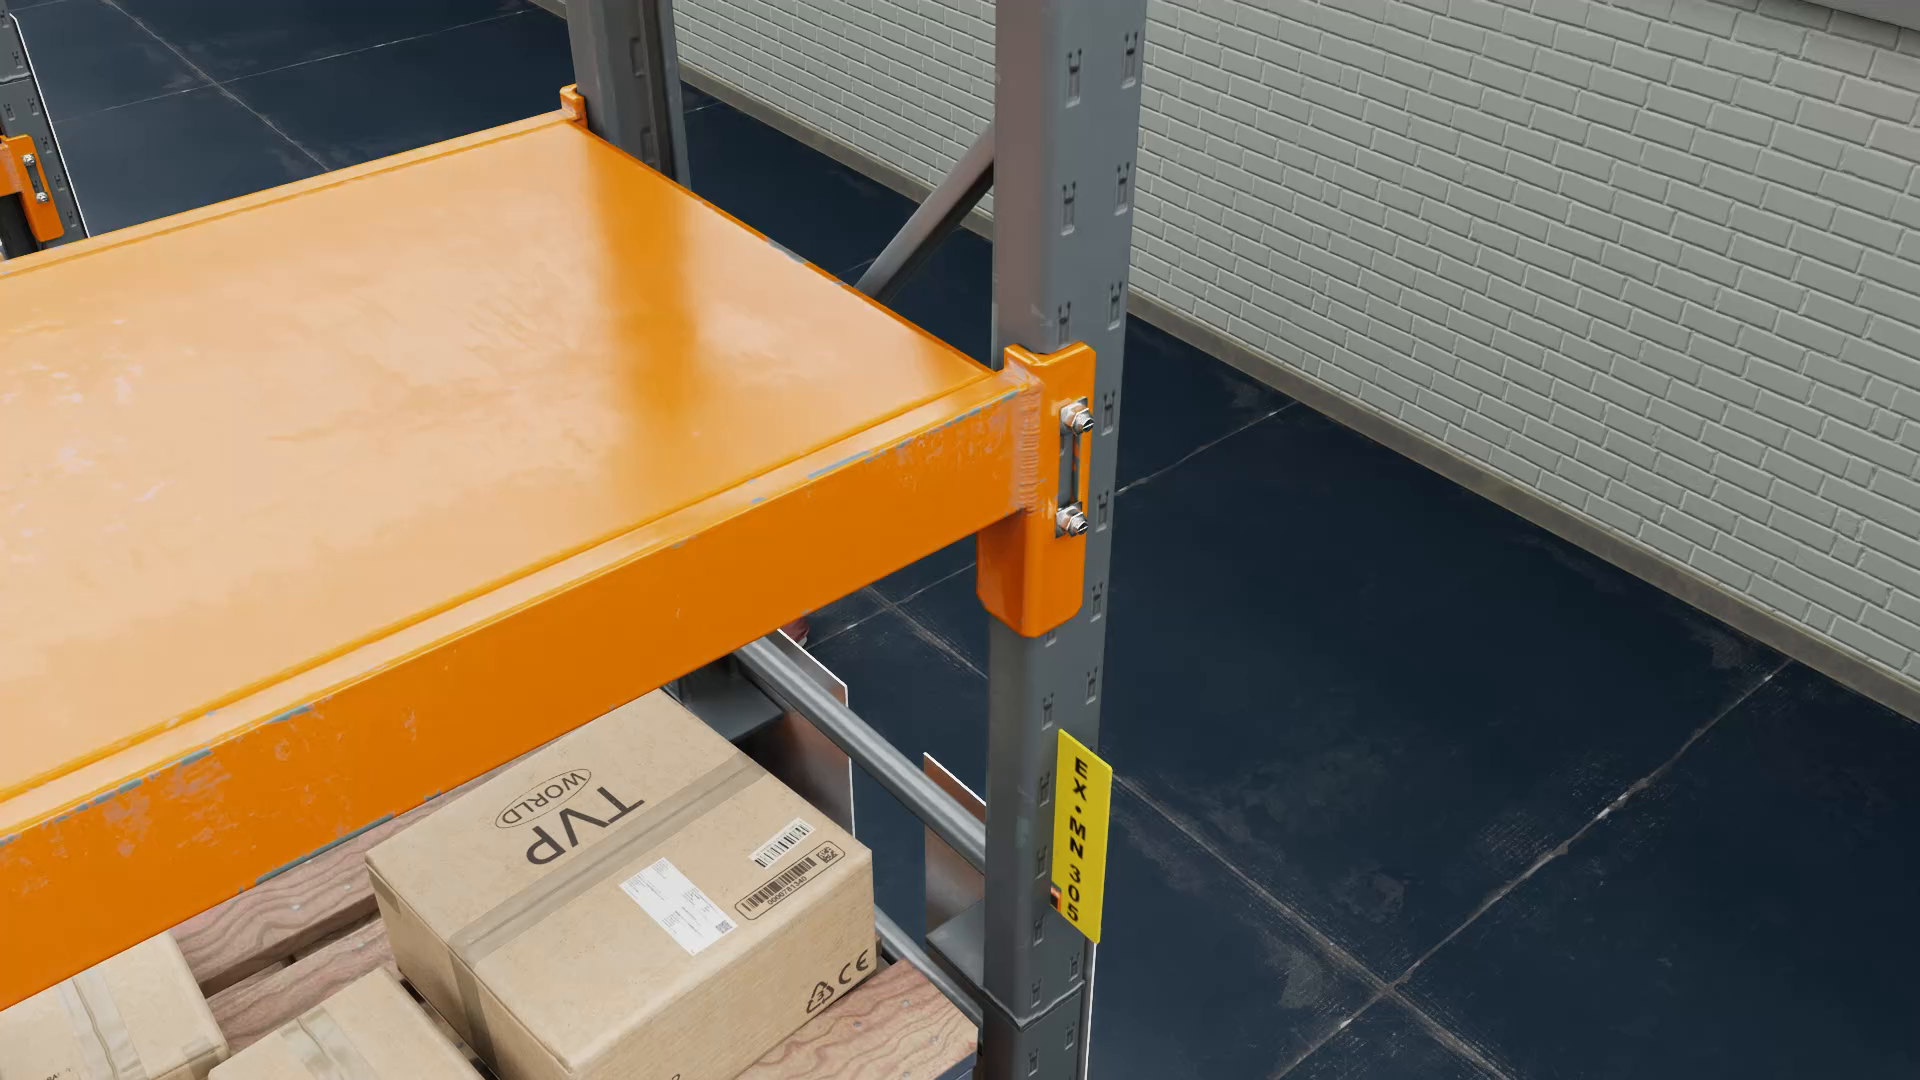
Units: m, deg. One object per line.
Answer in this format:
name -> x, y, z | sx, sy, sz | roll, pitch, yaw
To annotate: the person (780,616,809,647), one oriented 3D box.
person -> -0.845, -0.196, 7.347 | 0.407, 1.673, 0.517 | -28, 45, -33
